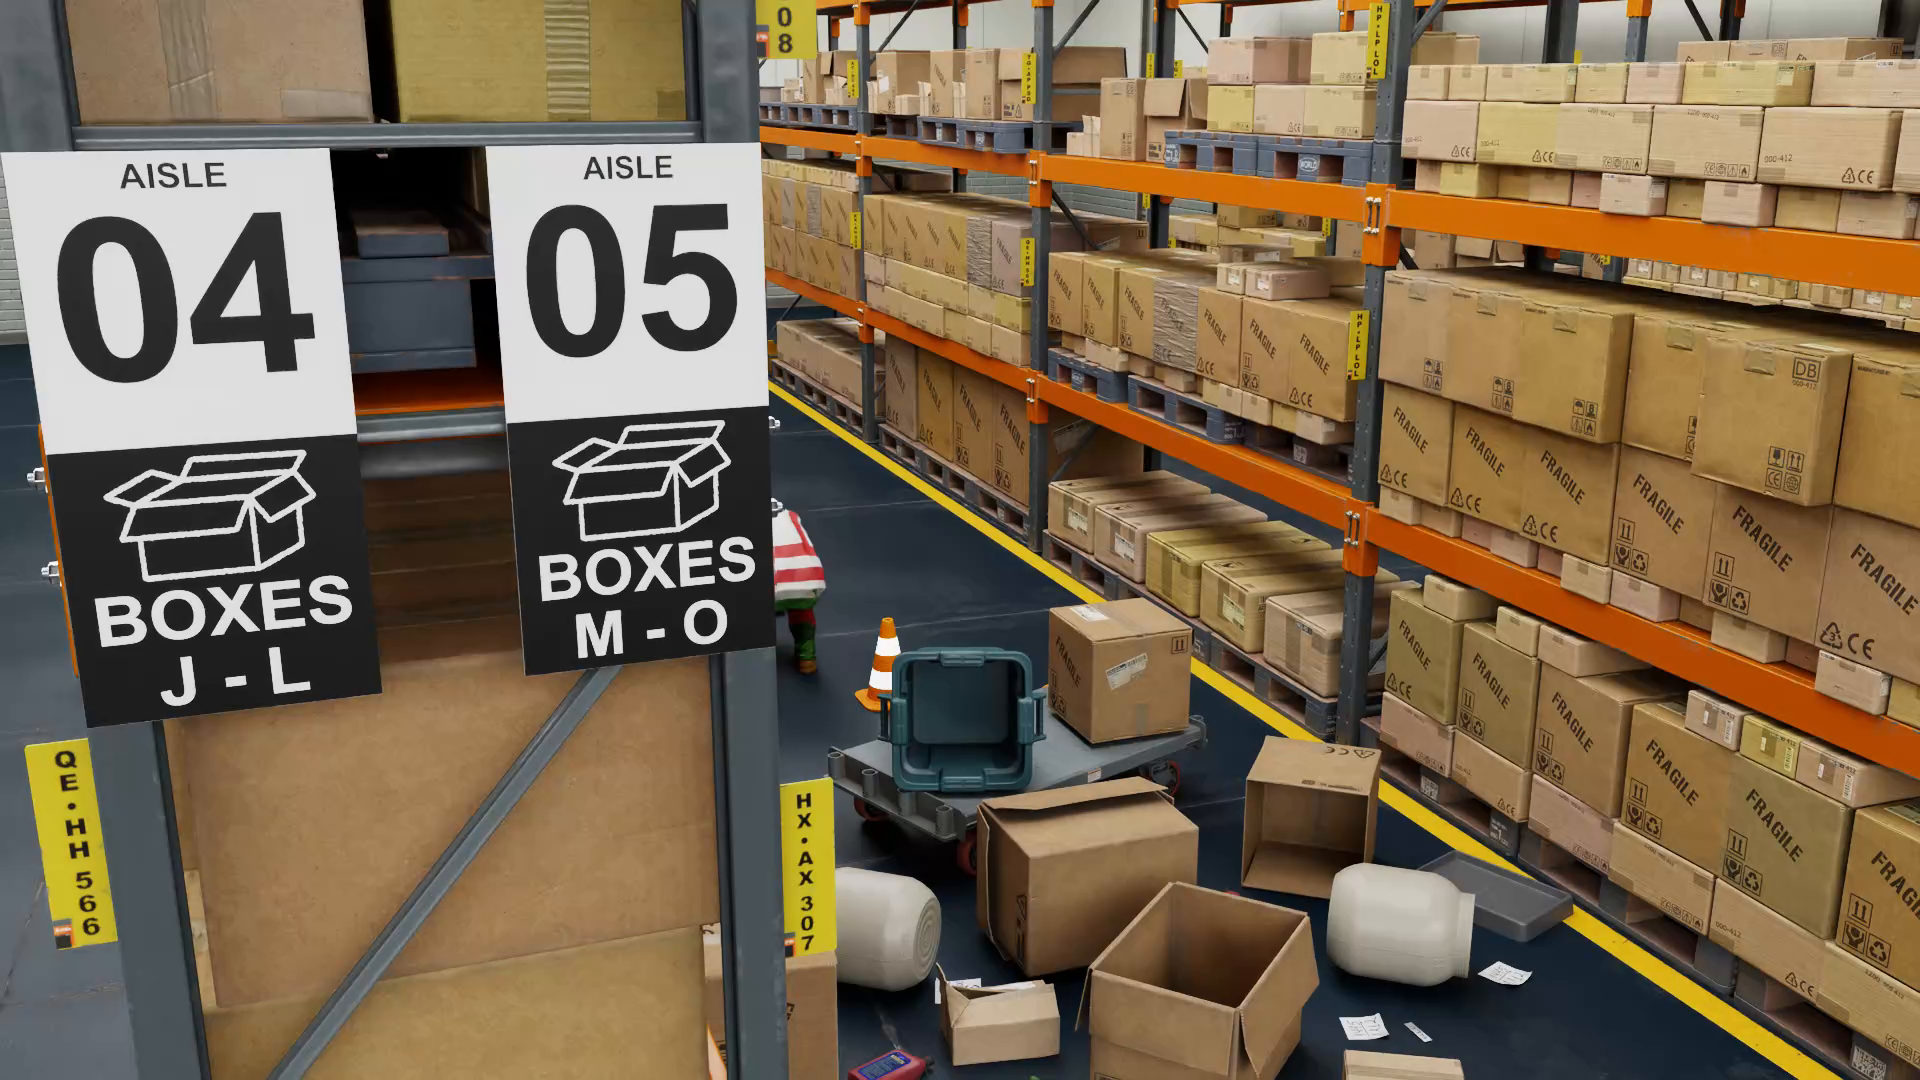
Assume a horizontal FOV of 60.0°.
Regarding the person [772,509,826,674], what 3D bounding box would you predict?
[{"bbox_3d":[-1.087,0.240,9.619,0.534,0.991,0.907,-6,17,-22],"label":"person"}]
